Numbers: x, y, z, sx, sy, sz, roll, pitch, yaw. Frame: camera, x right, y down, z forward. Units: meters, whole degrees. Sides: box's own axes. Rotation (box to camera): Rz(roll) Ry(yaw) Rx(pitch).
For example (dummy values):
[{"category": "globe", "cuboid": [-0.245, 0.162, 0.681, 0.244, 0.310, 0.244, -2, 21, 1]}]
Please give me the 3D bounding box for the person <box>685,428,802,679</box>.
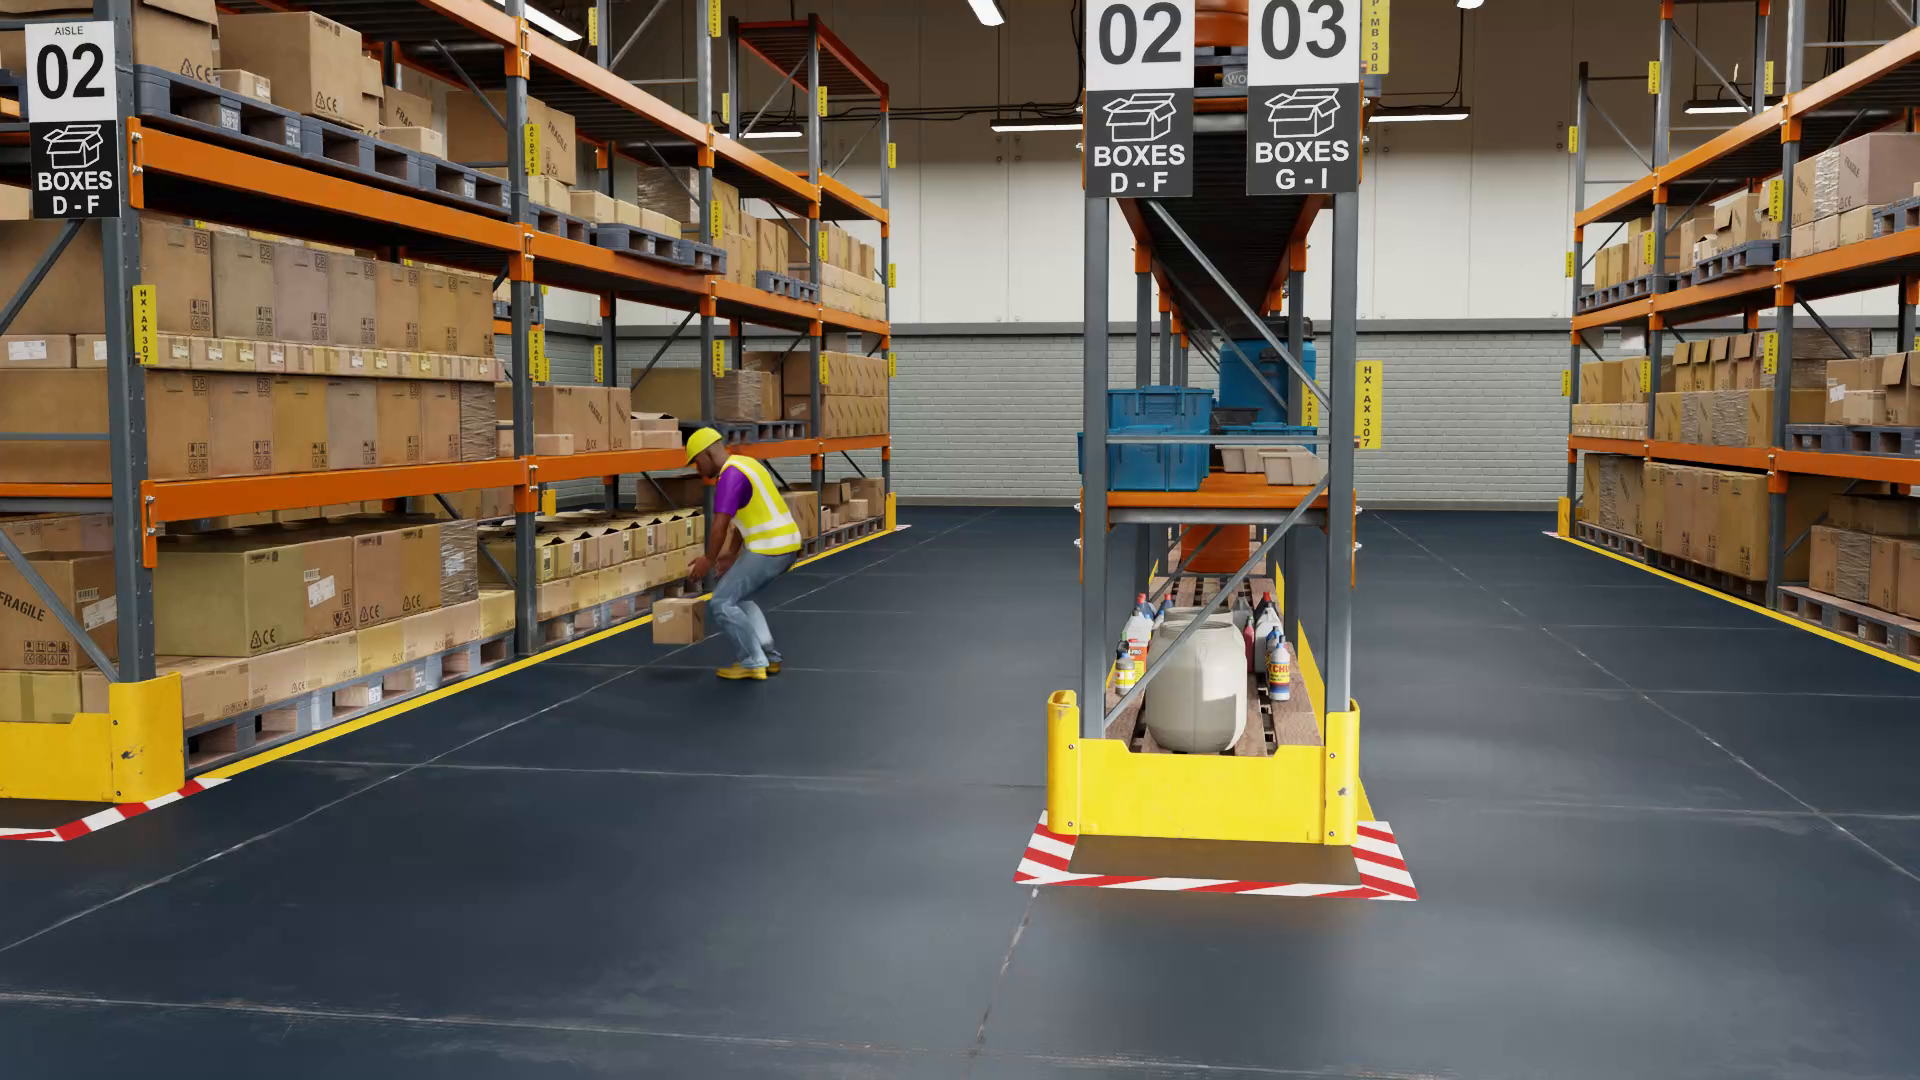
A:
[{"category": "person", "cuboid": [-1.328, 0.076, 10.130, 0.687, 1.517, 0.627, 1, 4, 9]}]
